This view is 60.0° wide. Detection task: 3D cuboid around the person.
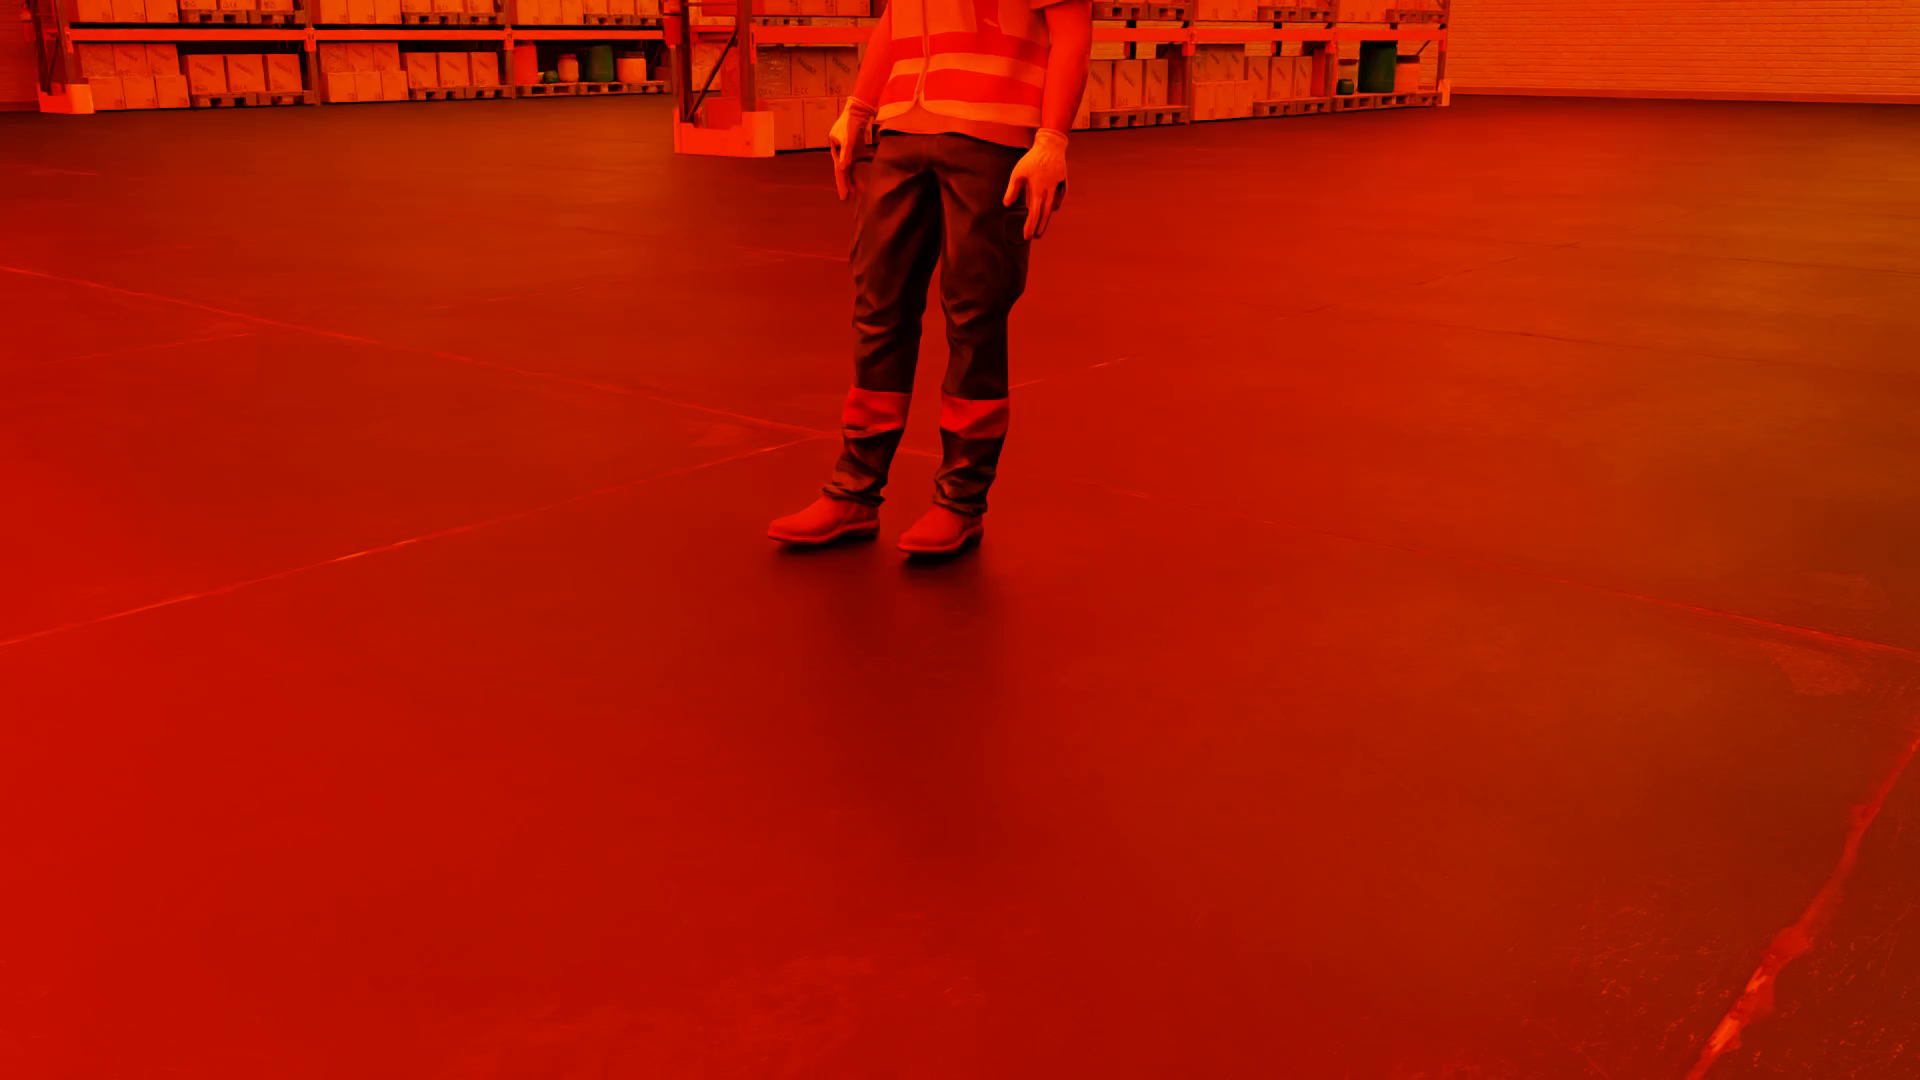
[{"bbox_3d":[-0.060,-0.848,3.628,0.637,1.787,0.564,13,21,37],"label":"person"}]
